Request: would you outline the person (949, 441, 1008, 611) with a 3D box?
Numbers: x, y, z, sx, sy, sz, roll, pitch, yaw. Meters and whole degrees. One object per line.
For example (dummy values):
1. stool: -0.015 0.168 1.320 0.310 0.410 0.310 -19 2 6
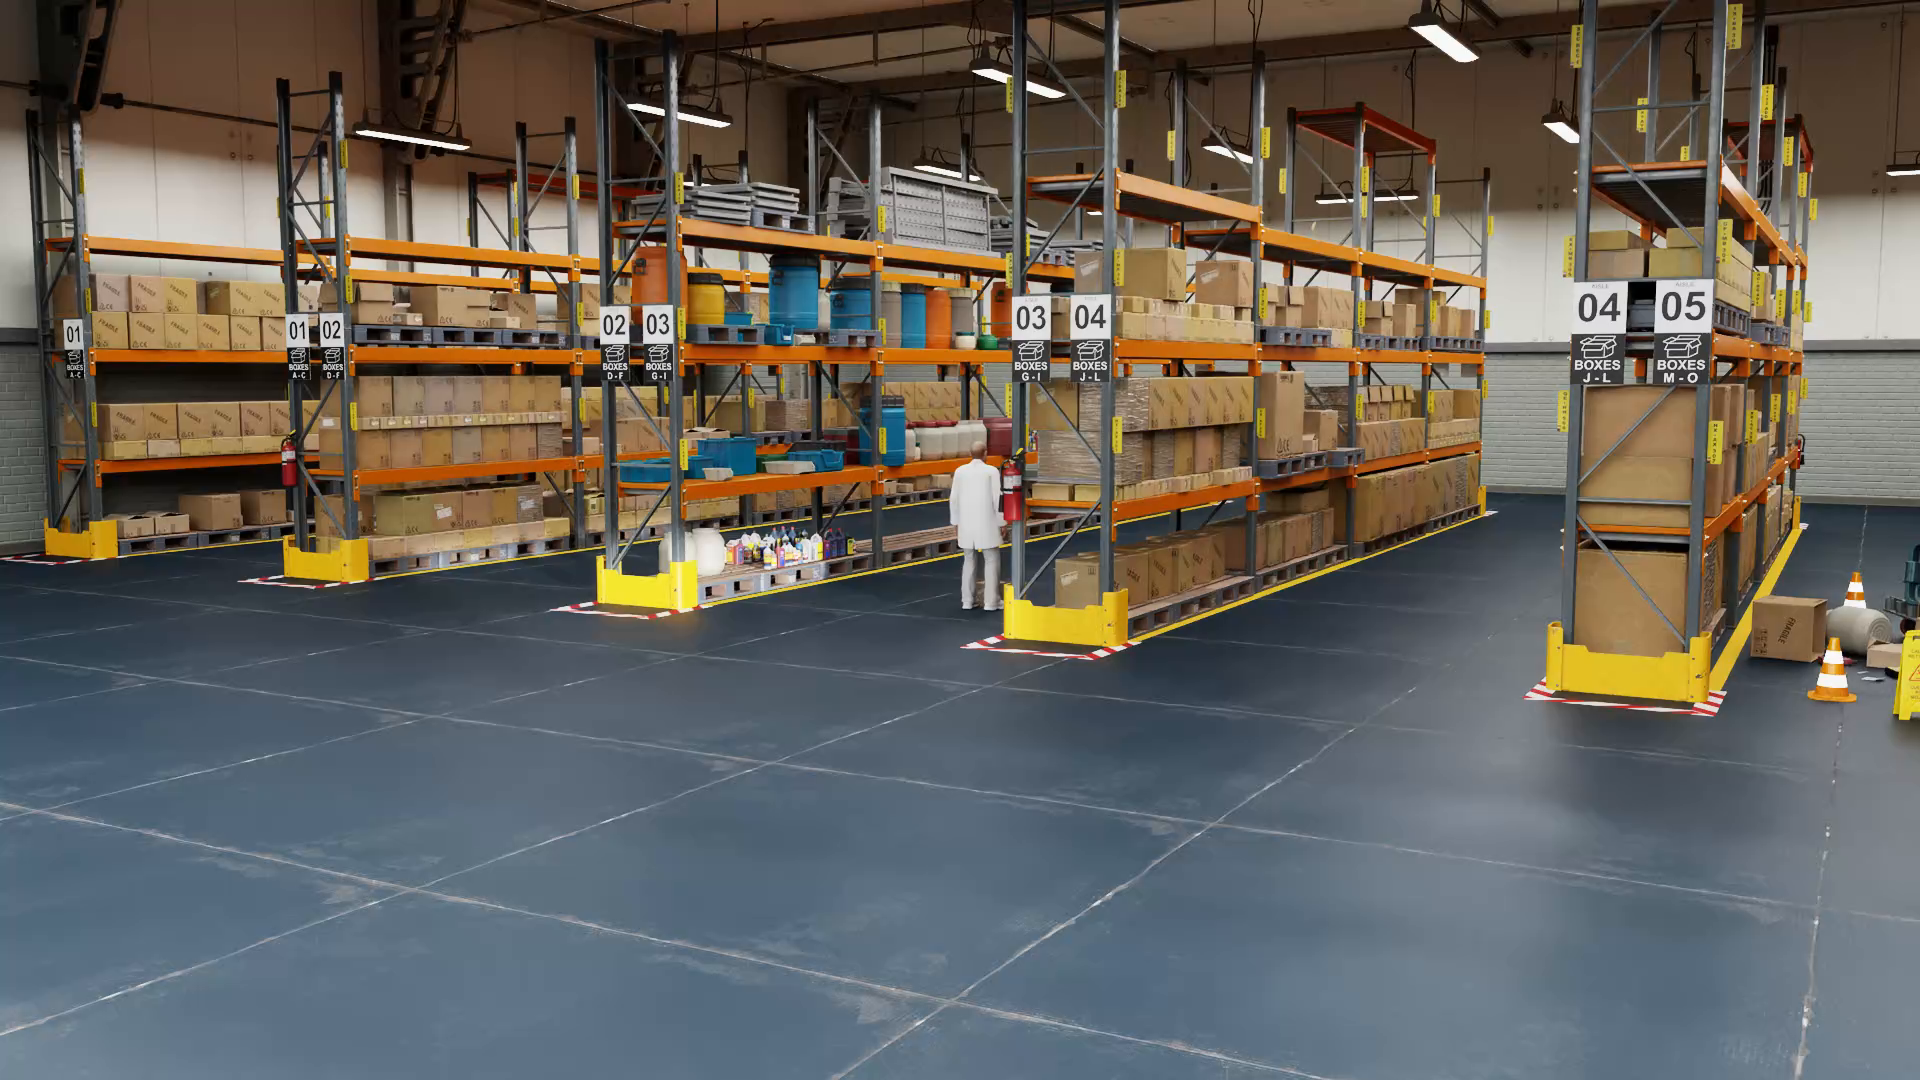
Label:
1. person: 0.199 -0.155 17.598 0.649 1.772 0.429 3 6 25
